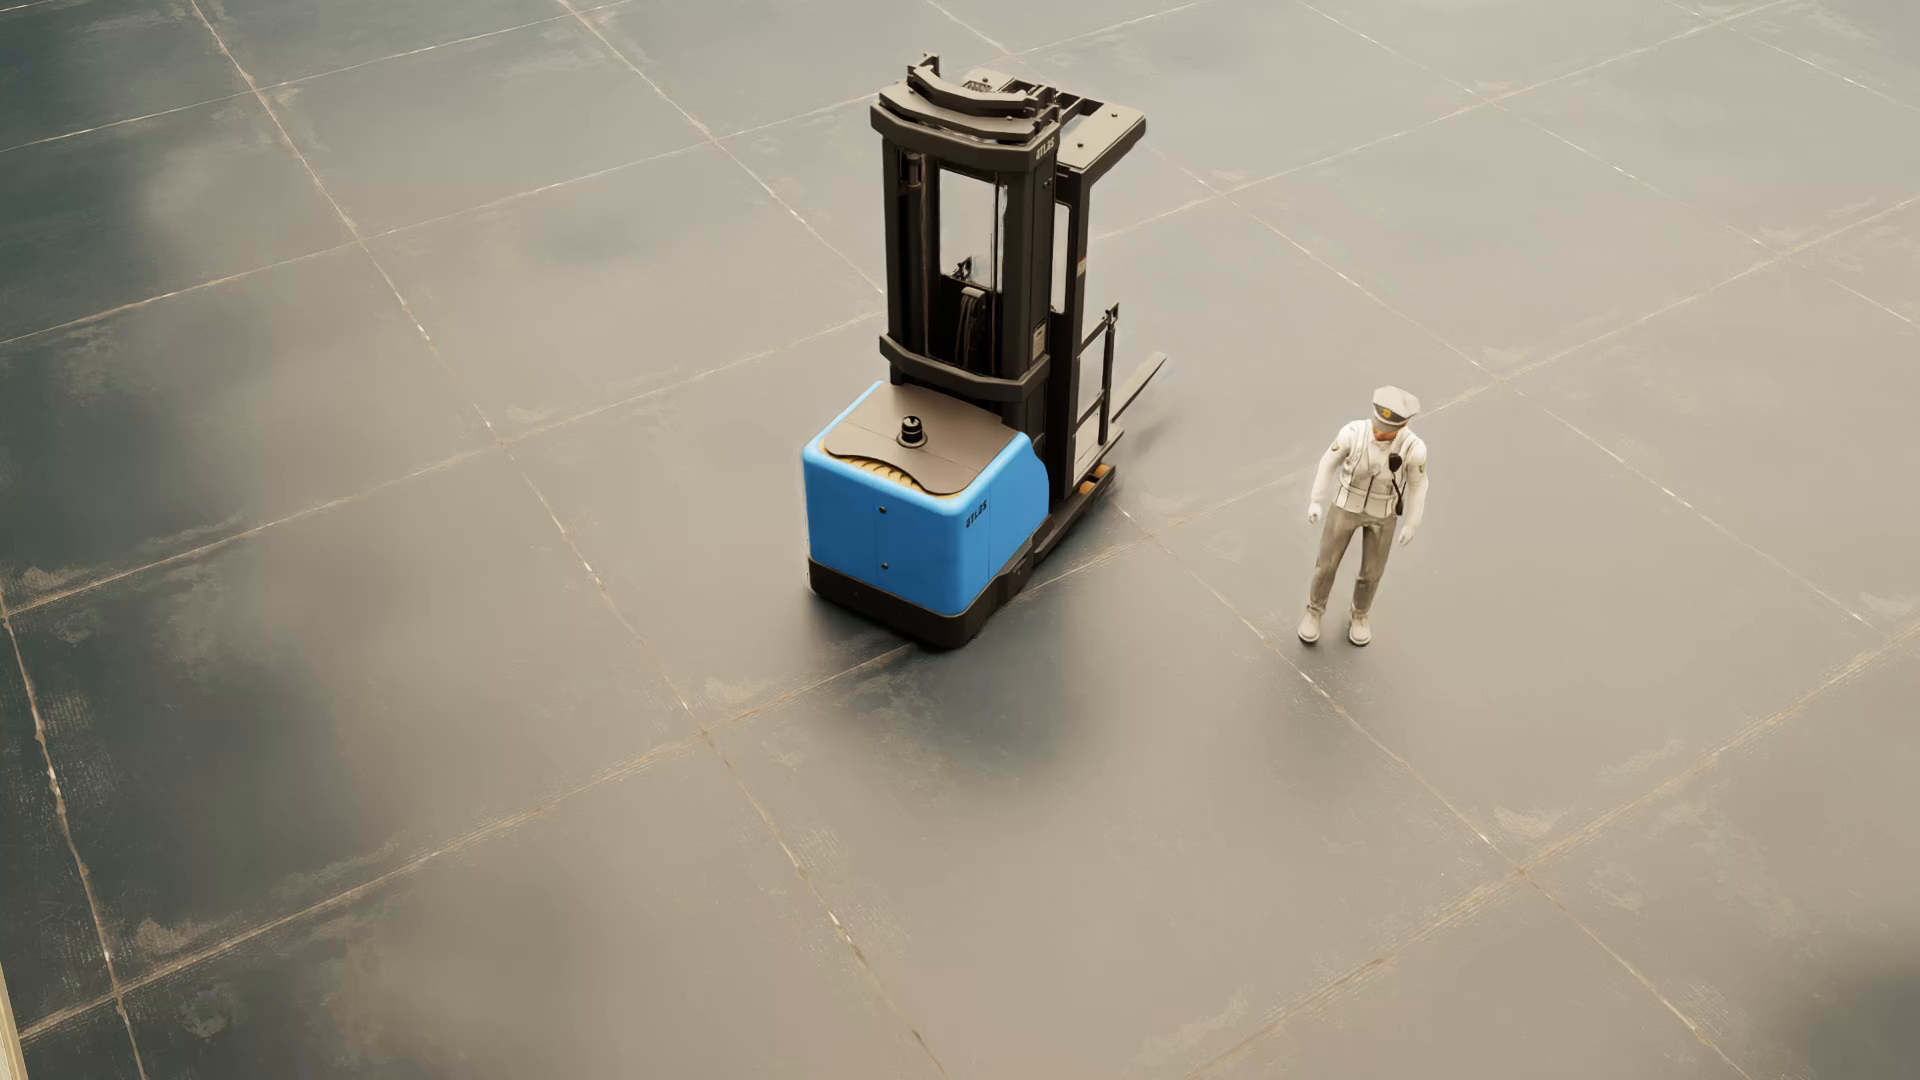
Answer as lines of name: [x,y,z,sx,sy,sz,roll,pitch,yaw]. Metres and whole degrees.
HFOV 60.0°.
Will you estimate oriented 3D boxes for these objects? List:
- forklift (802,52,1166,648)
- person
forklift: [0.317,-1.449,9.529,1.130,2.935,3.031,22,46,23]
person: [2.182,-0.129,8.988,0.591,1.657,0.396,11,42,13]
